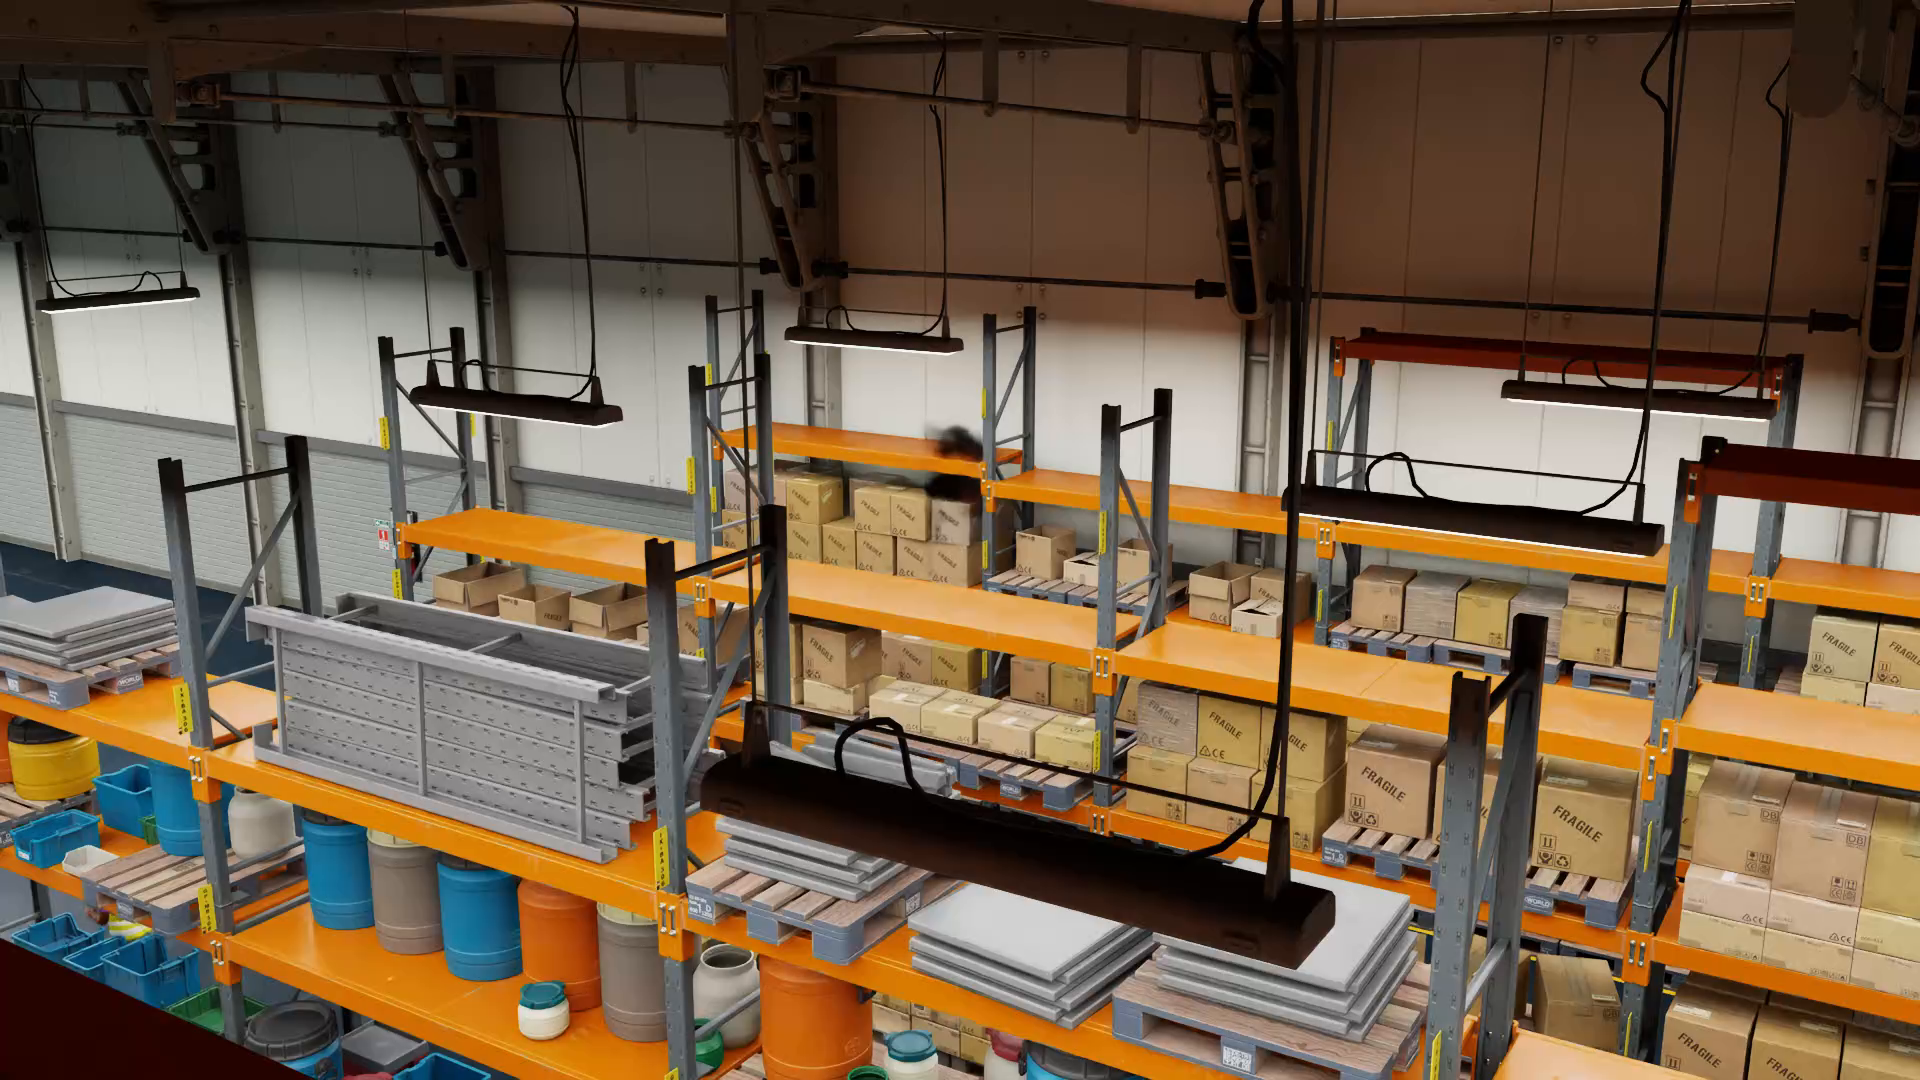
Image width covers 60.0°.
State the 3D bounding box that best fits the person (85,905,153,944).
[{"bbox_3d":[-7.507,3.599,15.087,0.735,1.822,0.699,2,14,9],"label":"person"}]
